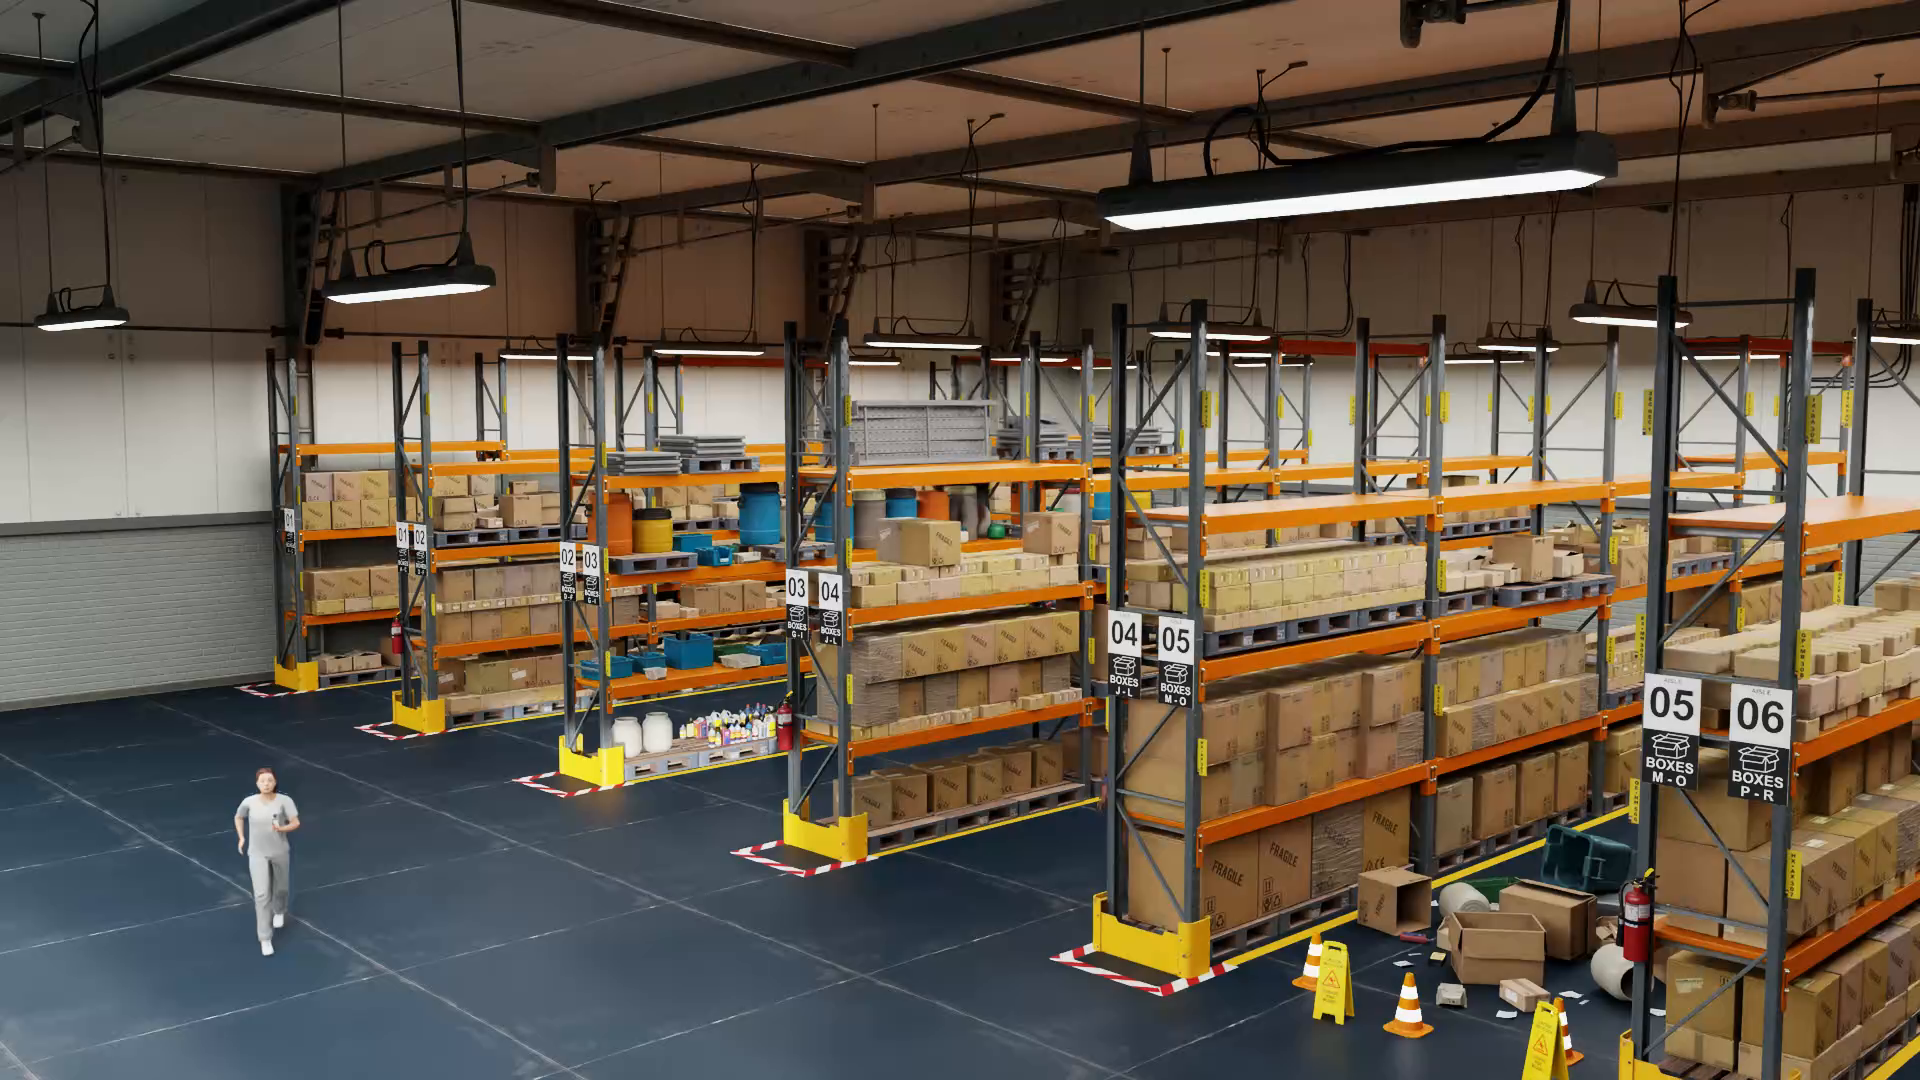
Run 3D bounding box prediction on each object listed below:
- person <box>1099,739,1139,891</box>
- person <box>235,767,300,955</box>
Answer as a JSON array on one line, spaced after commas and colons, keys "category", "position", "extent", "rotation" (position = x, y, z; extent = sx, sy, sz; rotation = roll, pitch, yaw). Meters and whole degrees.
[{"category": "person", "position": [1.716, 2.866, 17.213], "extent": [0.591, 1.649, 0.831], "rotation": [4, 6, 39]}, {"category": "person", "position": [-6.500, 2.955, 15.632], "extent": [0.564, 1.655, 0.969], "rotation": [-2, 5, -24]}]
